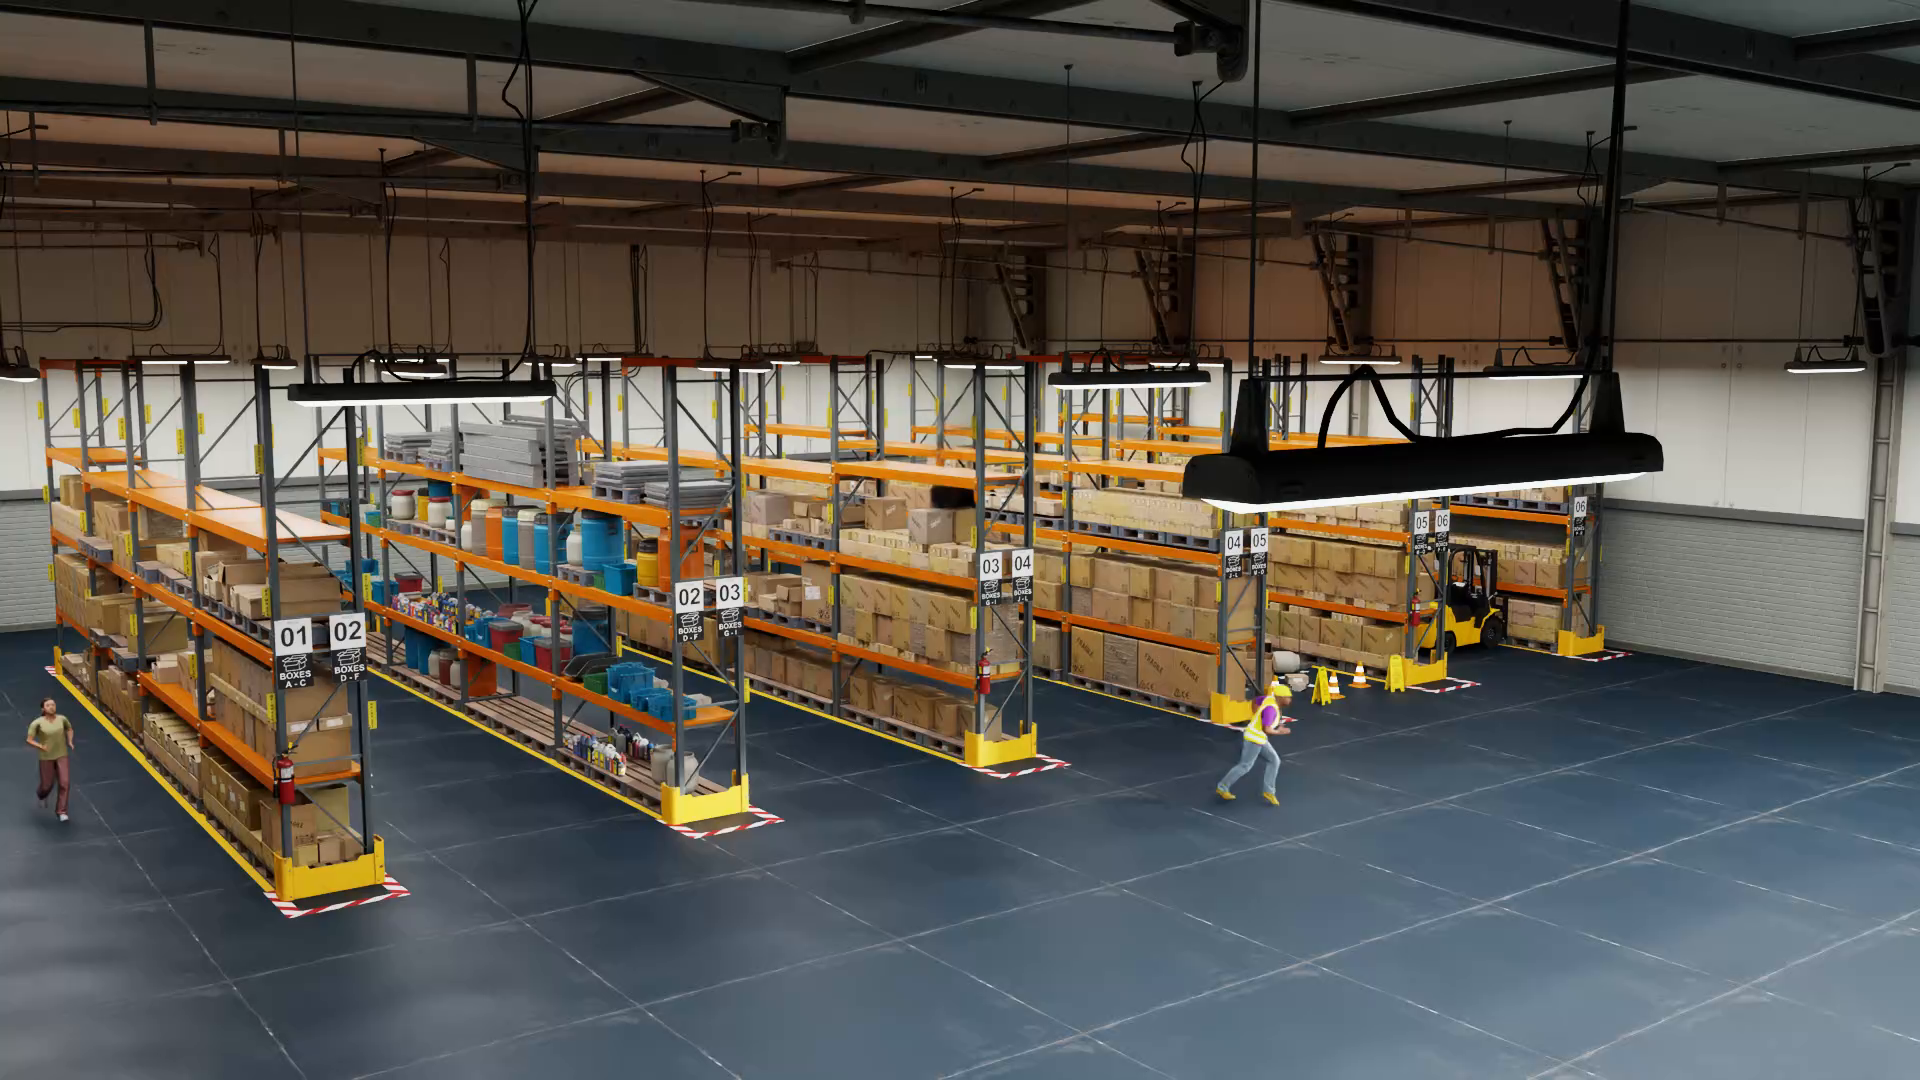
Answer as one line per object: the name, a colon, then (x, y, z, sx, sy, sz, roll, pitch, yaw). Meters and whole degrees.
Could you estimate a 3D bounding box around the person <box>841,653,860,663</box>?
person: (-2.048, 1.662, 31.804, 0.723, 1.743, 0.644, -6, 9, -41)

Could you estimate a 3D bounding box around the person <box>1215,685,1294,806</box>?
person: (4.028, 2.810, 22.745, 1.033, 1.714, 0.747, 1, 7, 11)

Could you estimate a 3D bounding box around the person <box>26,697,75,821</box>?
person: (-12.028, 2.880, 22.053, 0.588, 1.628, 0.758, -7, 10, -44)
